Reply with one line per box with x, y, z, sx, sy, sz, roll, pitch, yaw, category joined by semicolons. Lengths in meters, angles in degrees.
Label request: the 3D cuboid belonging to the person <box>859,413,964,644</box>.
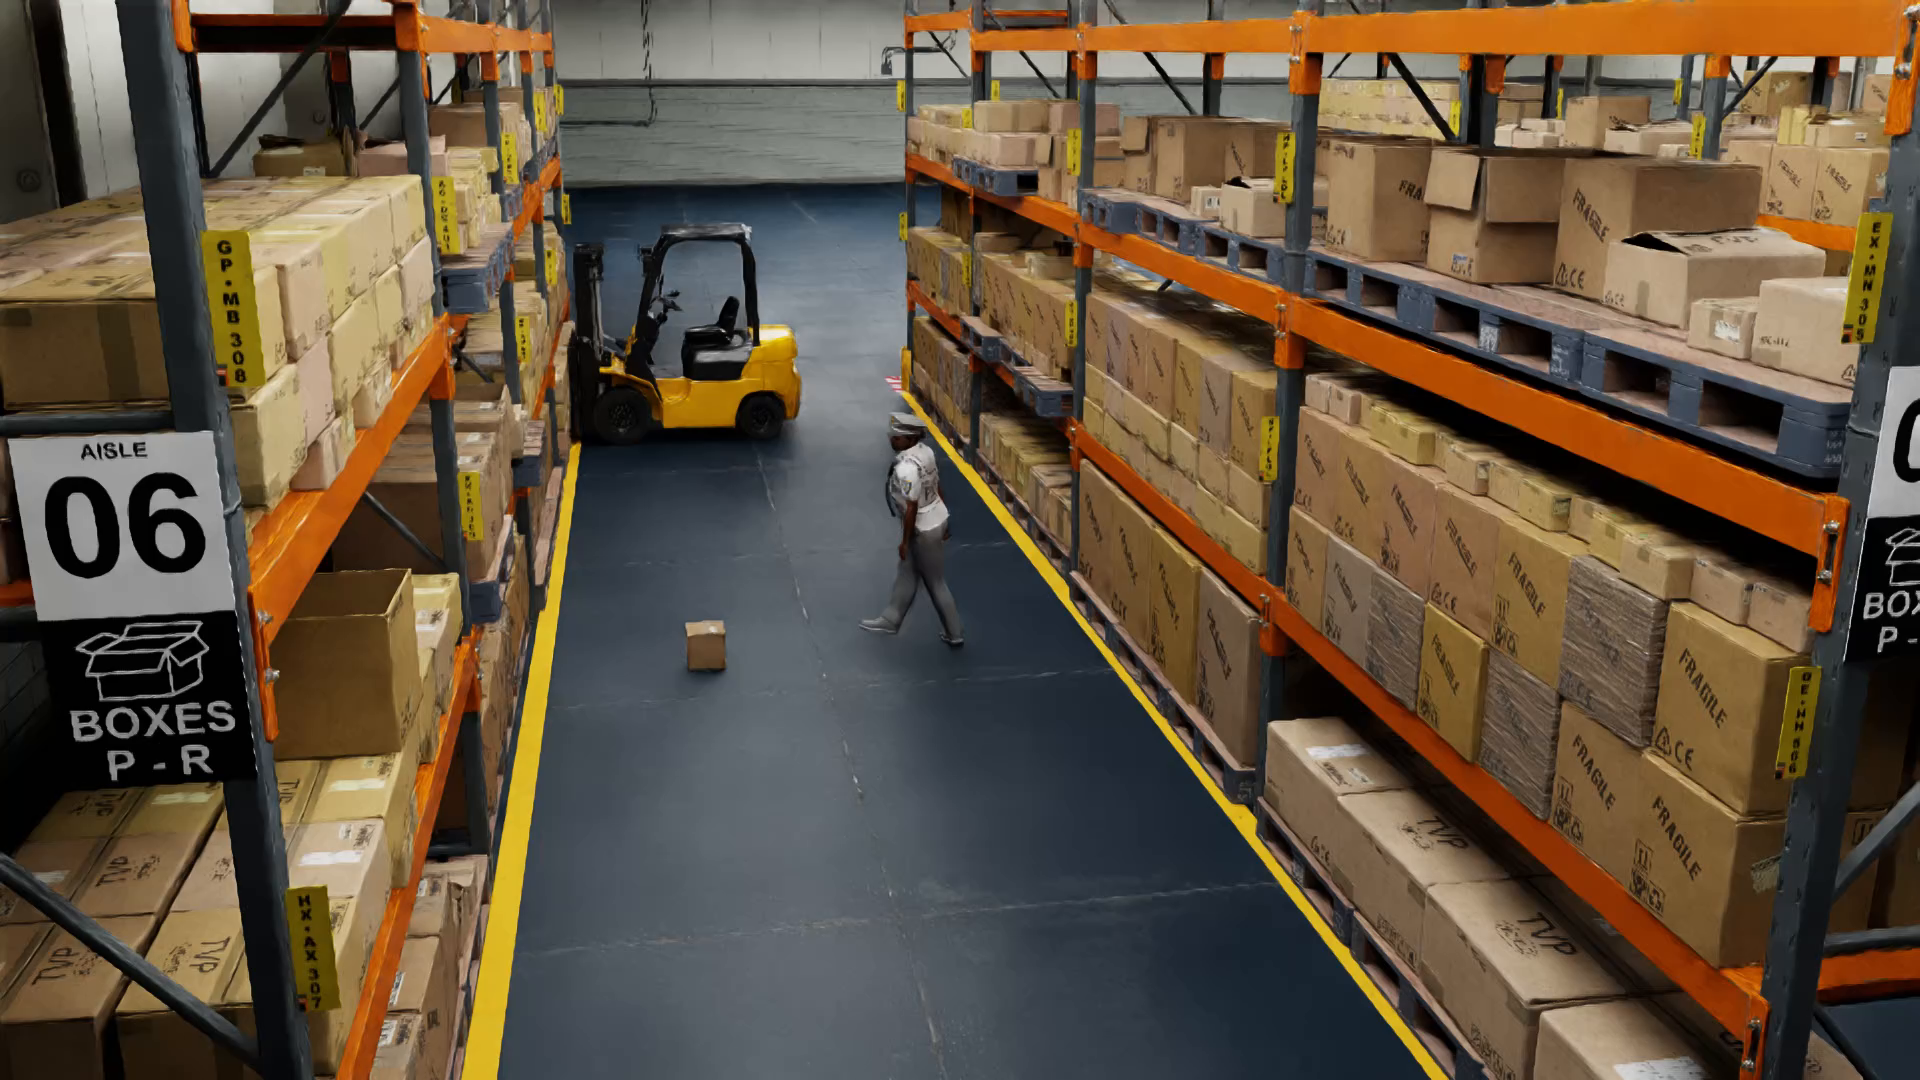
-0.355;-0.074;11.295;0.761;1.645;0.532;5;17;15;person
